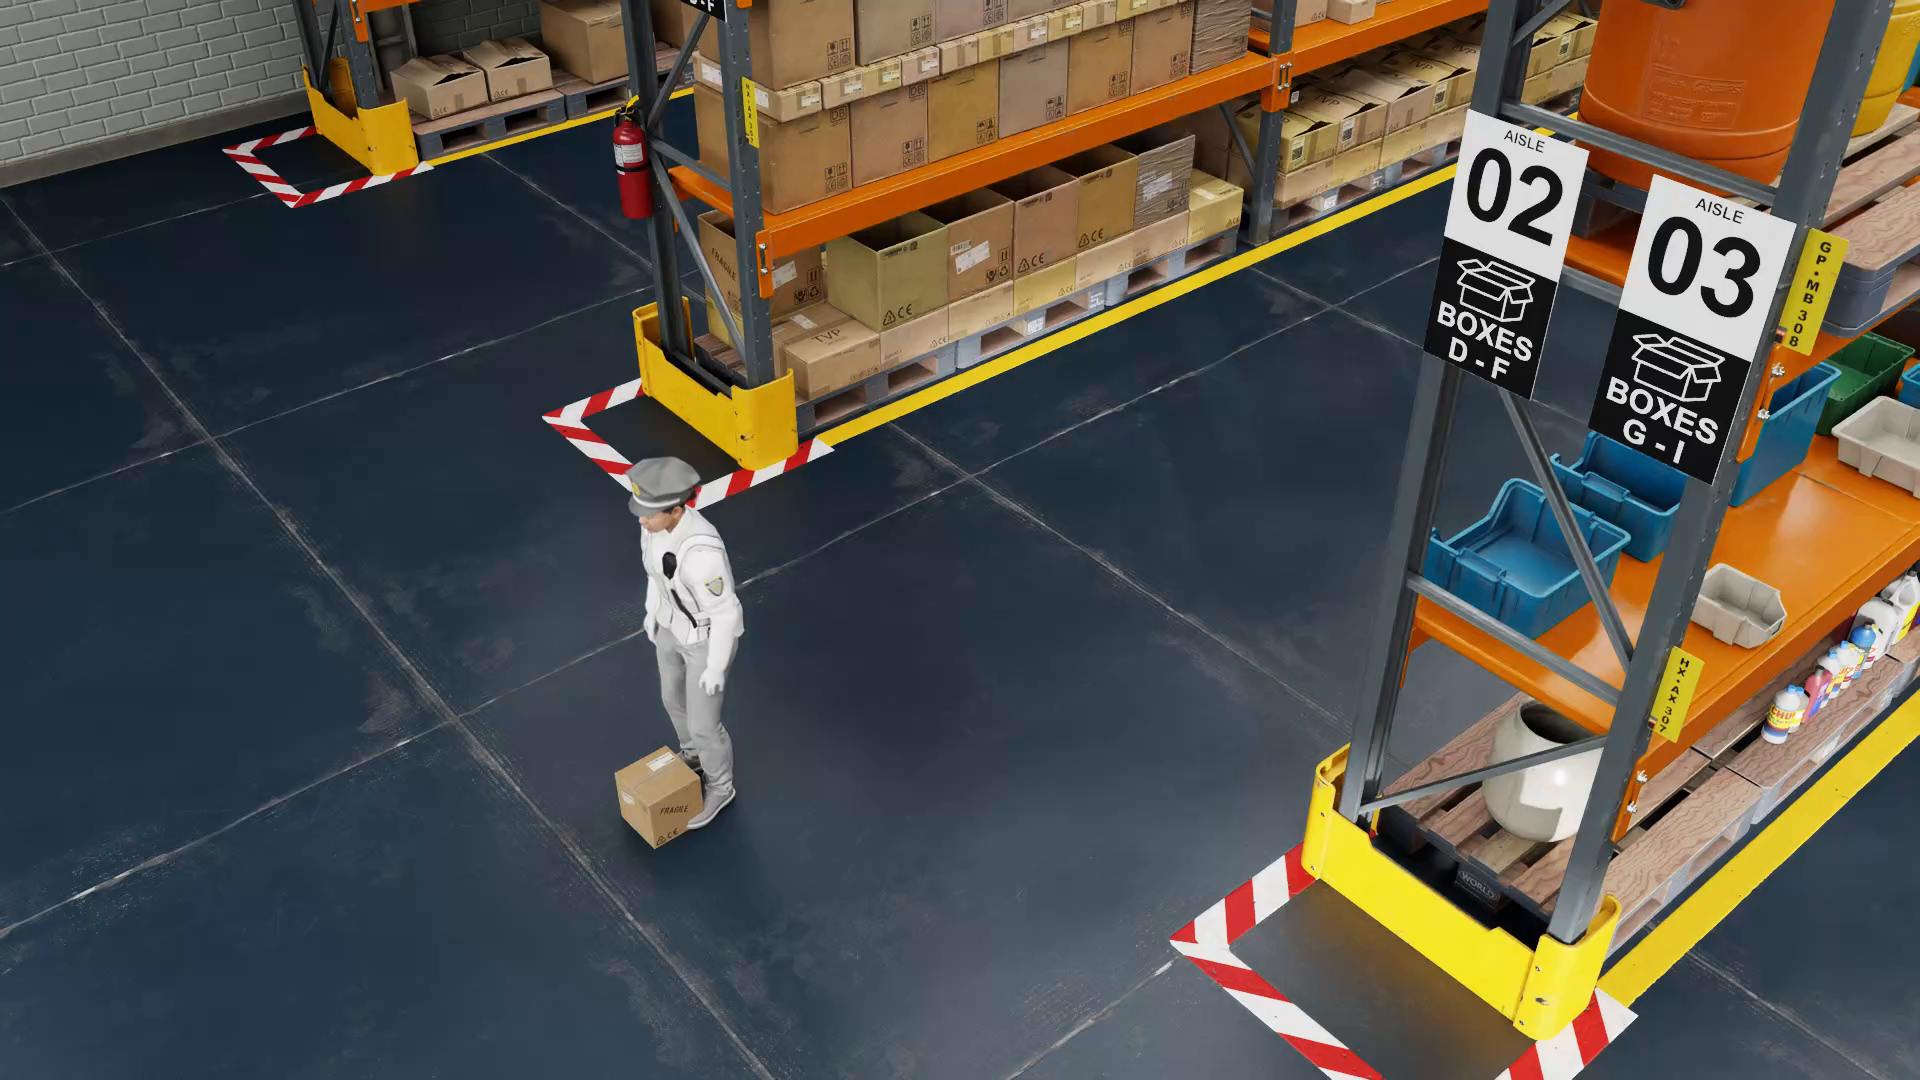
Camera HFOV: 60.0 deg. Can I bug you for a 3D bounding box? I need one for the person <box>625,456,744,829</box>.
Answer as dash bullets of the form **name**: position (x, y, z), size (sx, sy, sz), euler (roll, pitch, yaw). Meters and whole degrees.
- **person**: position (-1.067, 0.393, 6.534), size (0.403, 1.664, 0.530), euler (-26, 43, -31)
